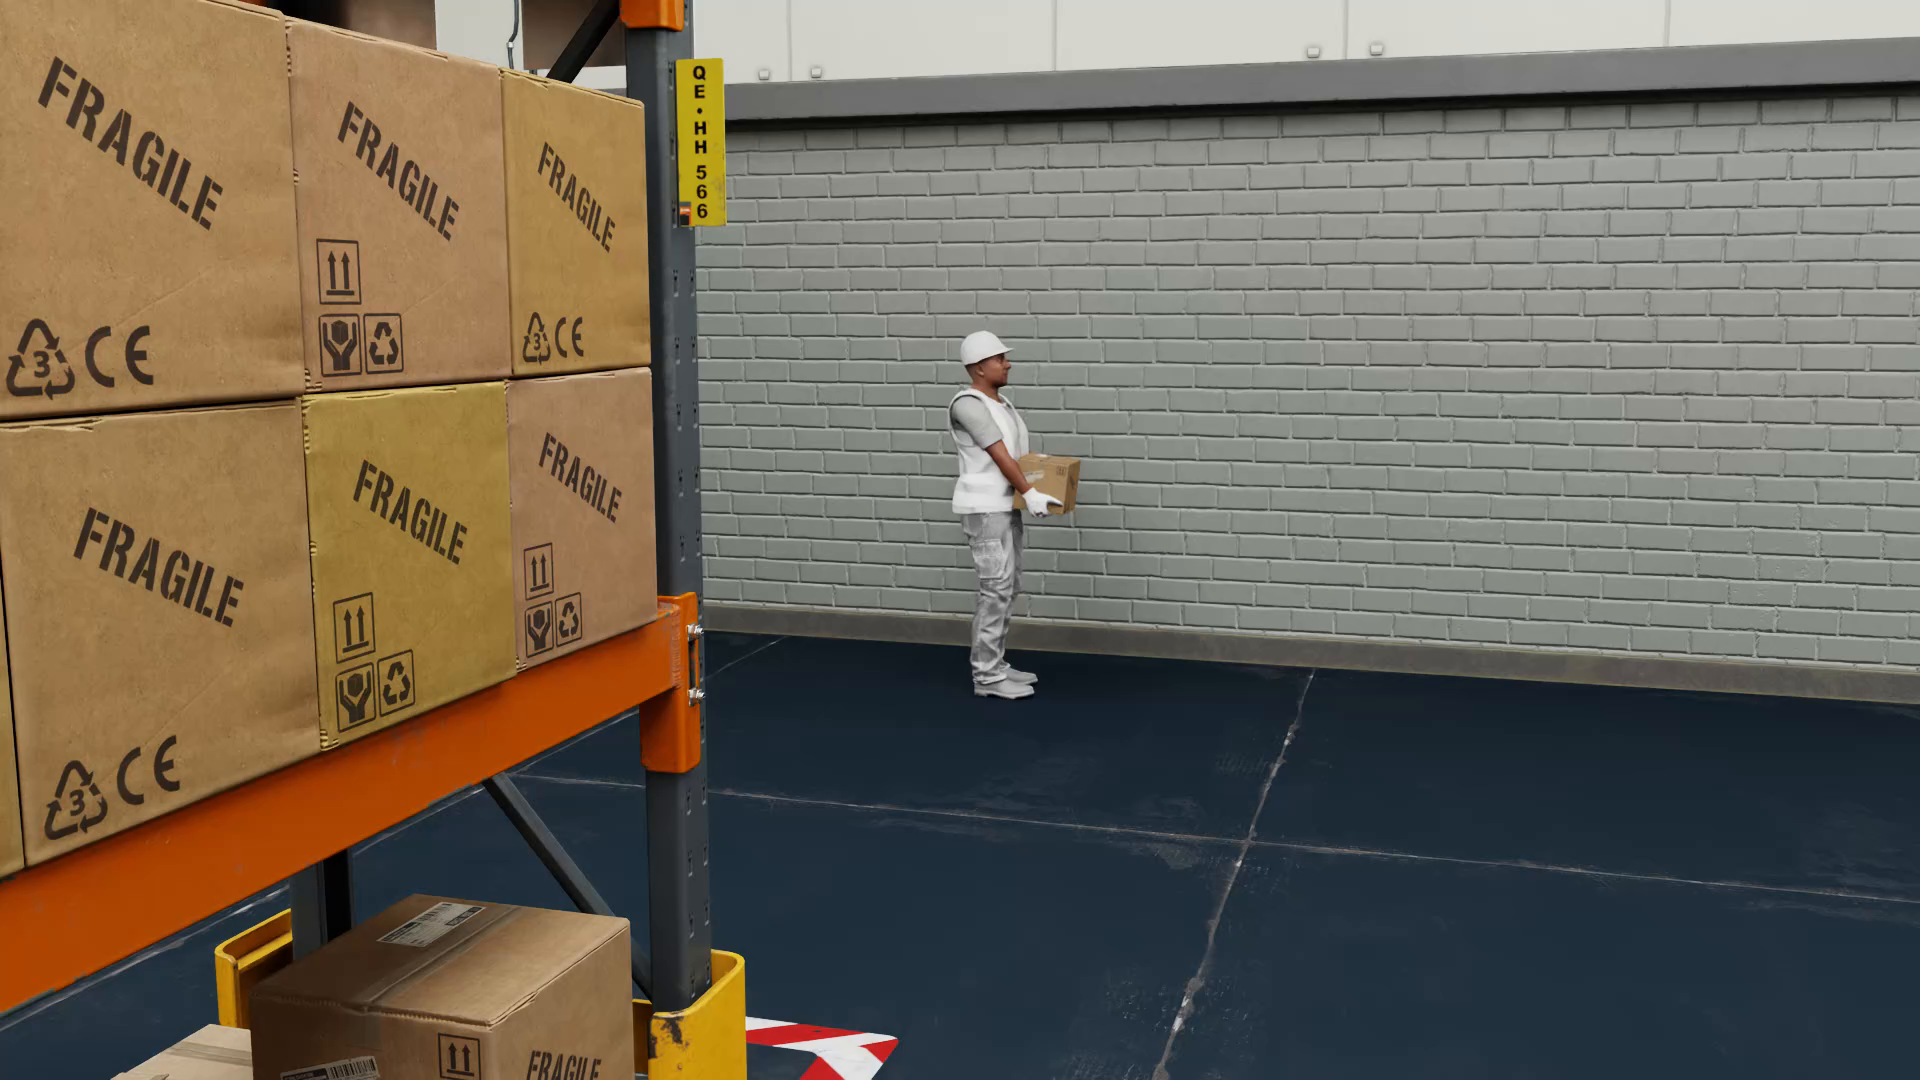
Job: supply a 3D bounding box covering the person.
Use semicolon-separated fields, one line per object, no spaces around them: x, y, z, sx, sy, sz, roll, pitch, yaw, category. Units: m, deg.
0.258;-0.129;8.166;0.583;1.778;0.488;3;9;17;person
